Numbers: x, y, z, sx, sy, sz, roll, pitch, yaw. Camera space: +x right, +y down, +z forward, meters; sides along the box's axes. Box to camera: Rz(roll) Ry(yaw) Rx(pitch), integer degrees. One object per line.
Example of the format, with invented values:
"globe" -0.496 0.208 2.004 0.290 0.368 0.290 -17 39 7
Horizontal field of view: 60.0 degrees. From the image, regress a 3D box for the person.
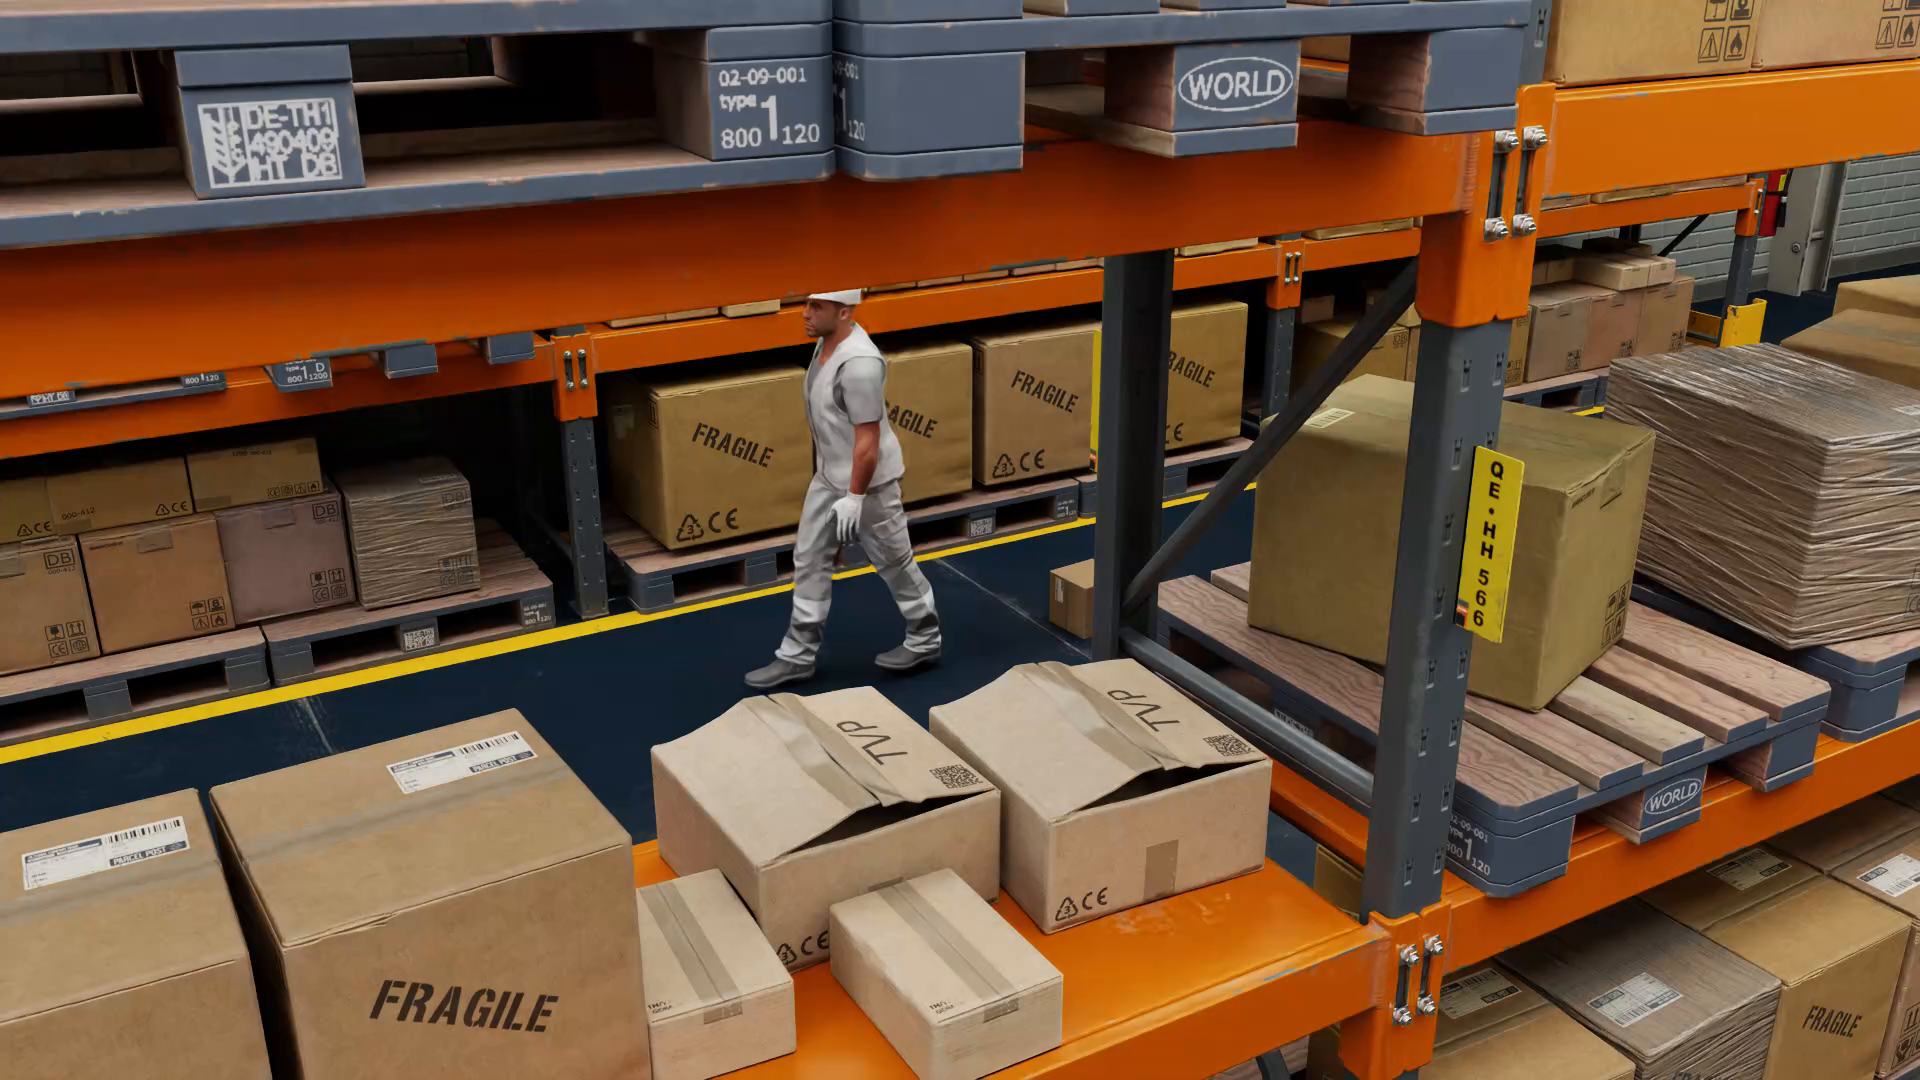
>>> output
"person" -0.454 -0.232 6.642 0.825 1.776 0.577 -11 24 -25
